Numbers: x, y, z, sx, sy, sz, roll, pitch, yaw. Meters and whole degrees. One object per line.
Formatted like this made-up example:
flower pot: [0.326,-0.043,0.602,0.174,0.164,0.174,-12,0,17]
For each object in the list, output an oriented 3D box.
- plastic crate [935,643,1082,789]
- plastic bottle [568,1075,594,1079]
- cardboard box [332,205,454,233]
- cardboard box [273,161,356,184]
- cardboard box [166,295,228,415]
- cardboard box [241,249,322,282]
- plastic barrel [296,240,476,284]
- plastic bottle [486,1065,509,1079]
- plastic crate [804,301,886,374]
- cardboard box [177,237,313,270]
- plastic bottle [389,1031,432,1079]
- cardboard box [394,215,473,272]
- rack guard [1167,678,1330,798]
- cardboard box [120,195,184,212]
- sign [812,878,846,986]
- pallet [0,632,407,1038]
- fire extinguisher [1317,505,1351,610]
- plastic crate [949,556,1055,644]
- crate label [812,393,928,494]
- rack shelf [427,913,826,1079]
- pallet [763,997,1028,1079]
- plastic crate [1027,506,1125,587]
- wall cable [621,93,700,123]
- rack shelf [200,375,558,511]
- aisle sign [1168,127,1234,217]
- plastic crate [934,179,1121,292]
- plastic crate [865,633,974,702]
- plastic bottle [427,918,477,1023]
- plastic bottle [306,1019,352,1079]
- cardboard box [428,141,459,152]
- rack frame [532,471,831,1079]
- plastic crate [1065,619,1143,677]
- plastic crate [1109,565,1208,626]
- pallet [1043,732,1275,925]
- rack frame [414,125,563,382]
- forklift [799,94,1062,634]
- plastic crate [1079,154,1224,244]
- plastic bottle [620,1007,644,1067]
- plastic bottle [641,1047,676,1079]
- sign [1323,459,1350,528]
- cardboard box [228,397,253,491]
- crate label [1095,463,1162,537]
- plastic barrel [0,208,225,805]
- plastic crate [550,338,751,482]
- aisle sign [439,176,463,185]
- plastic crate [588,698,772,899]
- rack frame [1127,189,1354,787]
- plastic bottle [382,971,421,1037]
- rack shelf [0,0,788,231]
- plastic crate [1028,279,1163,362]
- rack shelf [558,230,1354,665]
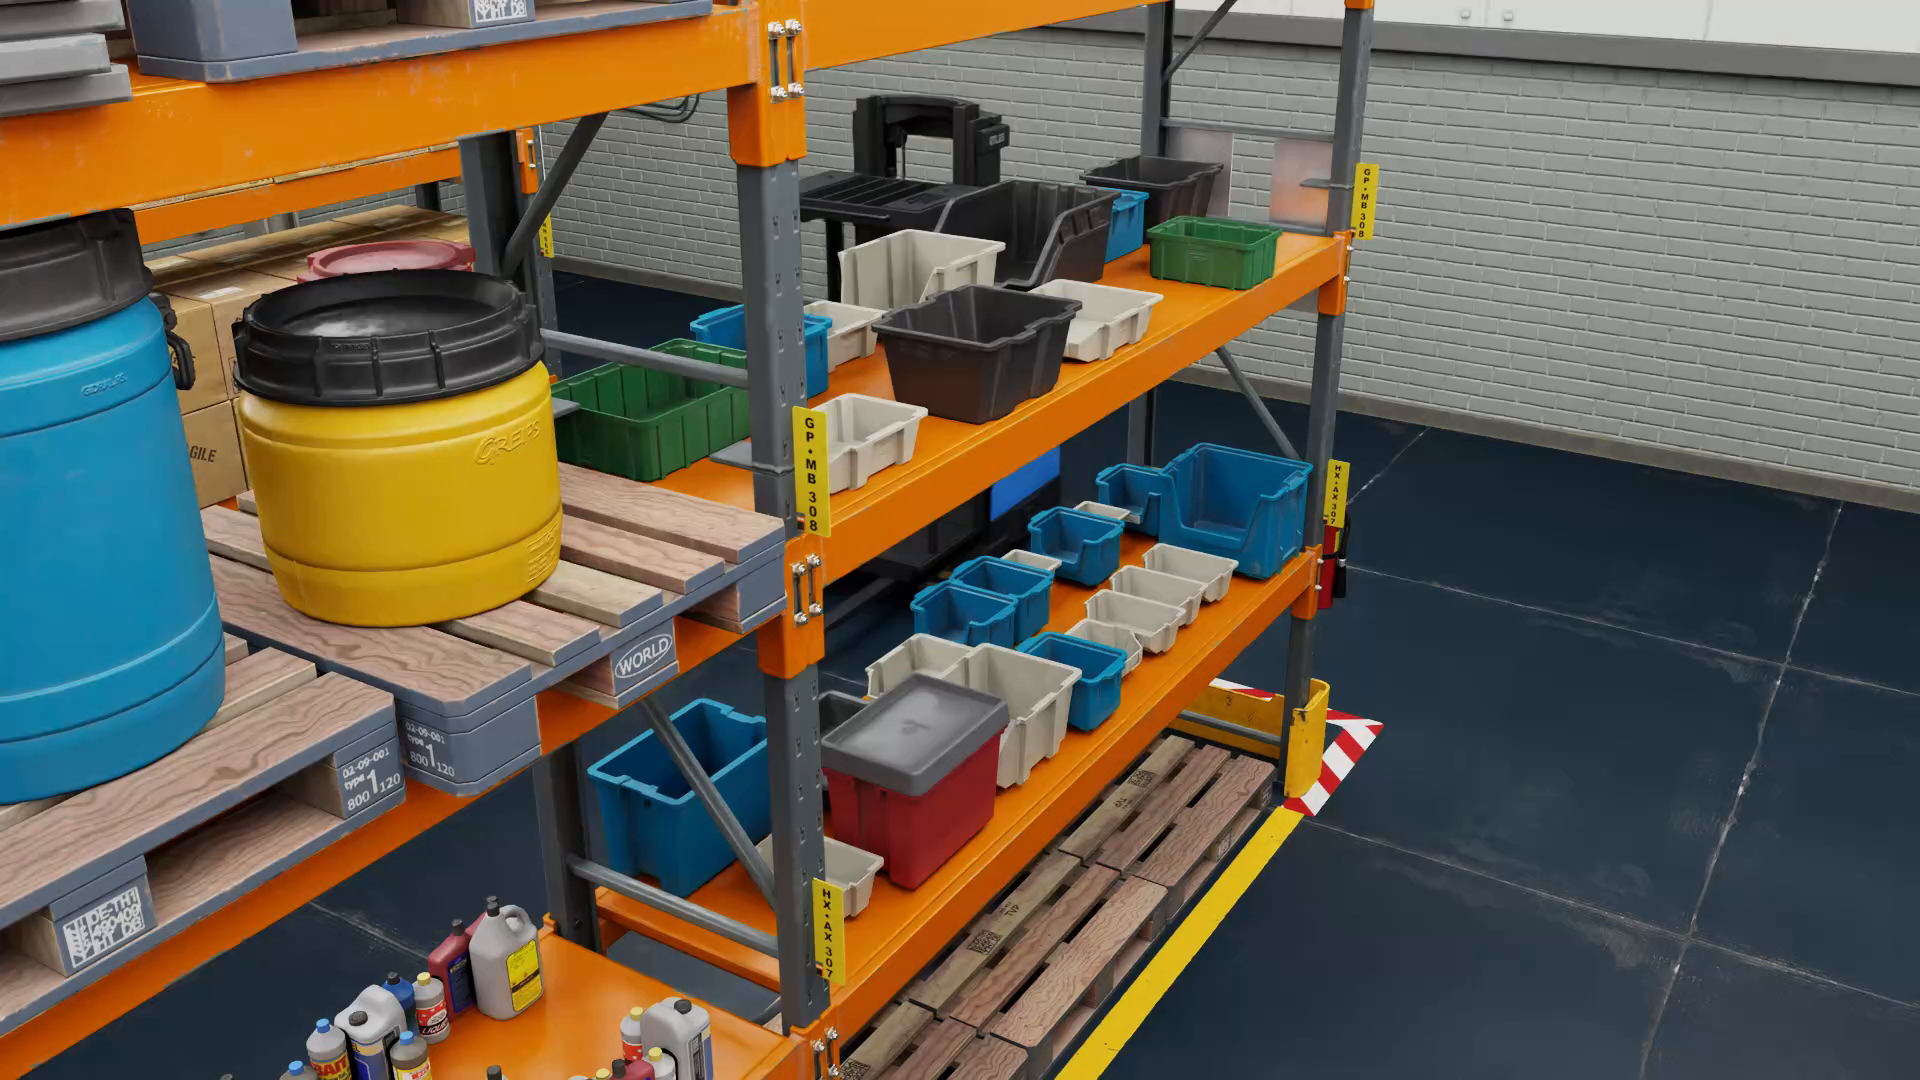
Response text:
plastic crate: [0.133,0.650,6.048,0.437,0.282,0.530,14,27,29]
plastic bottle: [-0.955,1.480,4.211,0.152,0.276,0.135,14,27,29]
cardboard box: [-3.383,-1.700,10.017,0.500,0.500,0.500,15,27,31]
cardboard box: [-3.498,-2.031,8.579,0.500,0.250,0.500,14,27,29]
cardboard box: [-4.004,-0.892,8.151,0.500,0.500,0.500,13,27,27]
cardboard box: [-3.462,-1.240,8.955,0.500,0.500,0.500,15,27,30]
plastic barrel: [-1.320,-0.407,3.939,0.433,0.535,0.433,0,23,0]
plastic bottle: [-1.159,1.471,4.139,0.144,0.351,0.185,14,27,29]
plastic crate: [-0.482,-0.665,5.567,0.293,0.136,0.466,14,27,29]
cardboard box: [-3.921,-1.354,9.218,0.500,0.500,0.500,14,27,30]
plastic bottle: [-1.474,1.410,4.467,0.097,0.201,0.097,0,23,0]
cardboard box: [-2.927,-1.587,9.755,0.500,0.500,0.500,14,27,29]
rack guard: [1.282,0.886,8.575,1.175,0.500,0.348,14,27,29]
cardboard box: [-4.037,-1.696,7.806,0.500,0.250,0.500,14,27,29]
sign: [-0.363,1.088,4.612,0.100,0.325,0.005,14,27,29]
pallet: [-1.755,0.478,2.832,1.003,0.211,1.213,14,27,29]
fire extinguisher: [1.746,0.000,8.040,0.296,0.674,0.183,14,27,29]
plastic crate: [0.176,0.257,7.015,0.416,0.233,0.300,14,27,29]
crate label: [-0.326,-0.261,4.633,0.293,0.136,0.466,14,27,29]
rack shelf: [-1.884,2.105,3.518,1.077,0.370,4.000,14,27,29]
pallet: [-0.474,2.123,6.081,1.003,0.211,1.213,14,27,29]
plastic crate: [0.524,0.035,7.528,0.416,0.233,0.300,14,27,29]
wall cable: [-3.849,-5.489,16.511,3.097,2.526,0.112,14,27,29]
rack shelf: [-3.980,-0.285,9.038,1.077,0.370,4.000,14,27,29]
aisle sign: [1.066,-1.530,7.737,0.394,0.787,0.004,14,27,29]
plastic crate: [0.241,-1.141,6.412,0.504,0.338,0.767,14,27,29]
plastic crate: [-0.166,0.542,6.478,0.293,0.136,0.466,14,27,29]
plastic bottle: [-1.455,1.232,4.774,0.061,0.283,0.133,14,27,29]
plastic bottle: [-1.674,1.392,4.421,0.097,0.271,0.097,0,23,0]
cardboard box: [-2.972,-2.369,9.360,0.500,0.250,0.500,14,27,29]
rack frame: [-0.829,1.099,4.935,1.000,3.000,0.127,14,27,29]
plastic crate: [0.573,0.454,6.683,0.298,0.136,0.250,14,27,29]
plastic crate: [0.839,0.251,7.151,0.396,0.136,0.243,14,27,29]
pallet: [0.813,1.299,7.983,1.003,0.211,1.213,14,27,29]
rack frame: [-2.925,-1.290,10.454,1.000,3.000,0.127,14,27,29]
forklift: [-0.464,-1.125,10.160,1.130,2.935,3.031,13,27,27]
plastic crate: [0.841,-1.496,7.318,0.497,0.269,0.590,14,27,29]
plastic bottle: [-0.878,1.372,4.556,0.097,0.201,0.097,0,23,0]
plastic bottle: [-0.800,1.436,4.407,0.097,0.201,0.097,0,23,0]
sign: [1.757,-0.216,7.767,0.100,0.325,0.005,14,27,29]
cardboard box: [-3.735,-0.614,8.768,0.500,0.500,0.500,13,27,28]
crate label: [0.871,-0.187,8.041,0.416,0.233,0.303,14,27,29]
plastic barrel: [-1.600,-0.092,2.751,0.600,0.901,0.708,14,27,29]
plastic crate: [-0.863,-0.386,4.857,0.450,0.188,0.662,14,27,29]
aisle sign: [-3.139,-2.567,10.133,0.394,0.787,0.004,14,27,29]
plastic crate: [-0.873,0.850,5.455,0.392,0.384,0.575,14,27,29]
rack frame: [1.281,-0.251,8.053,1.000,3.000,0.127,14,27,29]
plastic bottle: [-1.552,1.313,4.602,0.097,0.271,0.097,0,23,0]
rack shelf: [-1.884,-0.465,2.406,1.077,0.370,4.000,14,27,29]
plastic crate: [0.402,-0.757,5.779,0.437,0.136,0.530,14,27,29]
rack shelf: [0.226,-0.622,6.041,1.077,0.370,4.000,14,27,29]
